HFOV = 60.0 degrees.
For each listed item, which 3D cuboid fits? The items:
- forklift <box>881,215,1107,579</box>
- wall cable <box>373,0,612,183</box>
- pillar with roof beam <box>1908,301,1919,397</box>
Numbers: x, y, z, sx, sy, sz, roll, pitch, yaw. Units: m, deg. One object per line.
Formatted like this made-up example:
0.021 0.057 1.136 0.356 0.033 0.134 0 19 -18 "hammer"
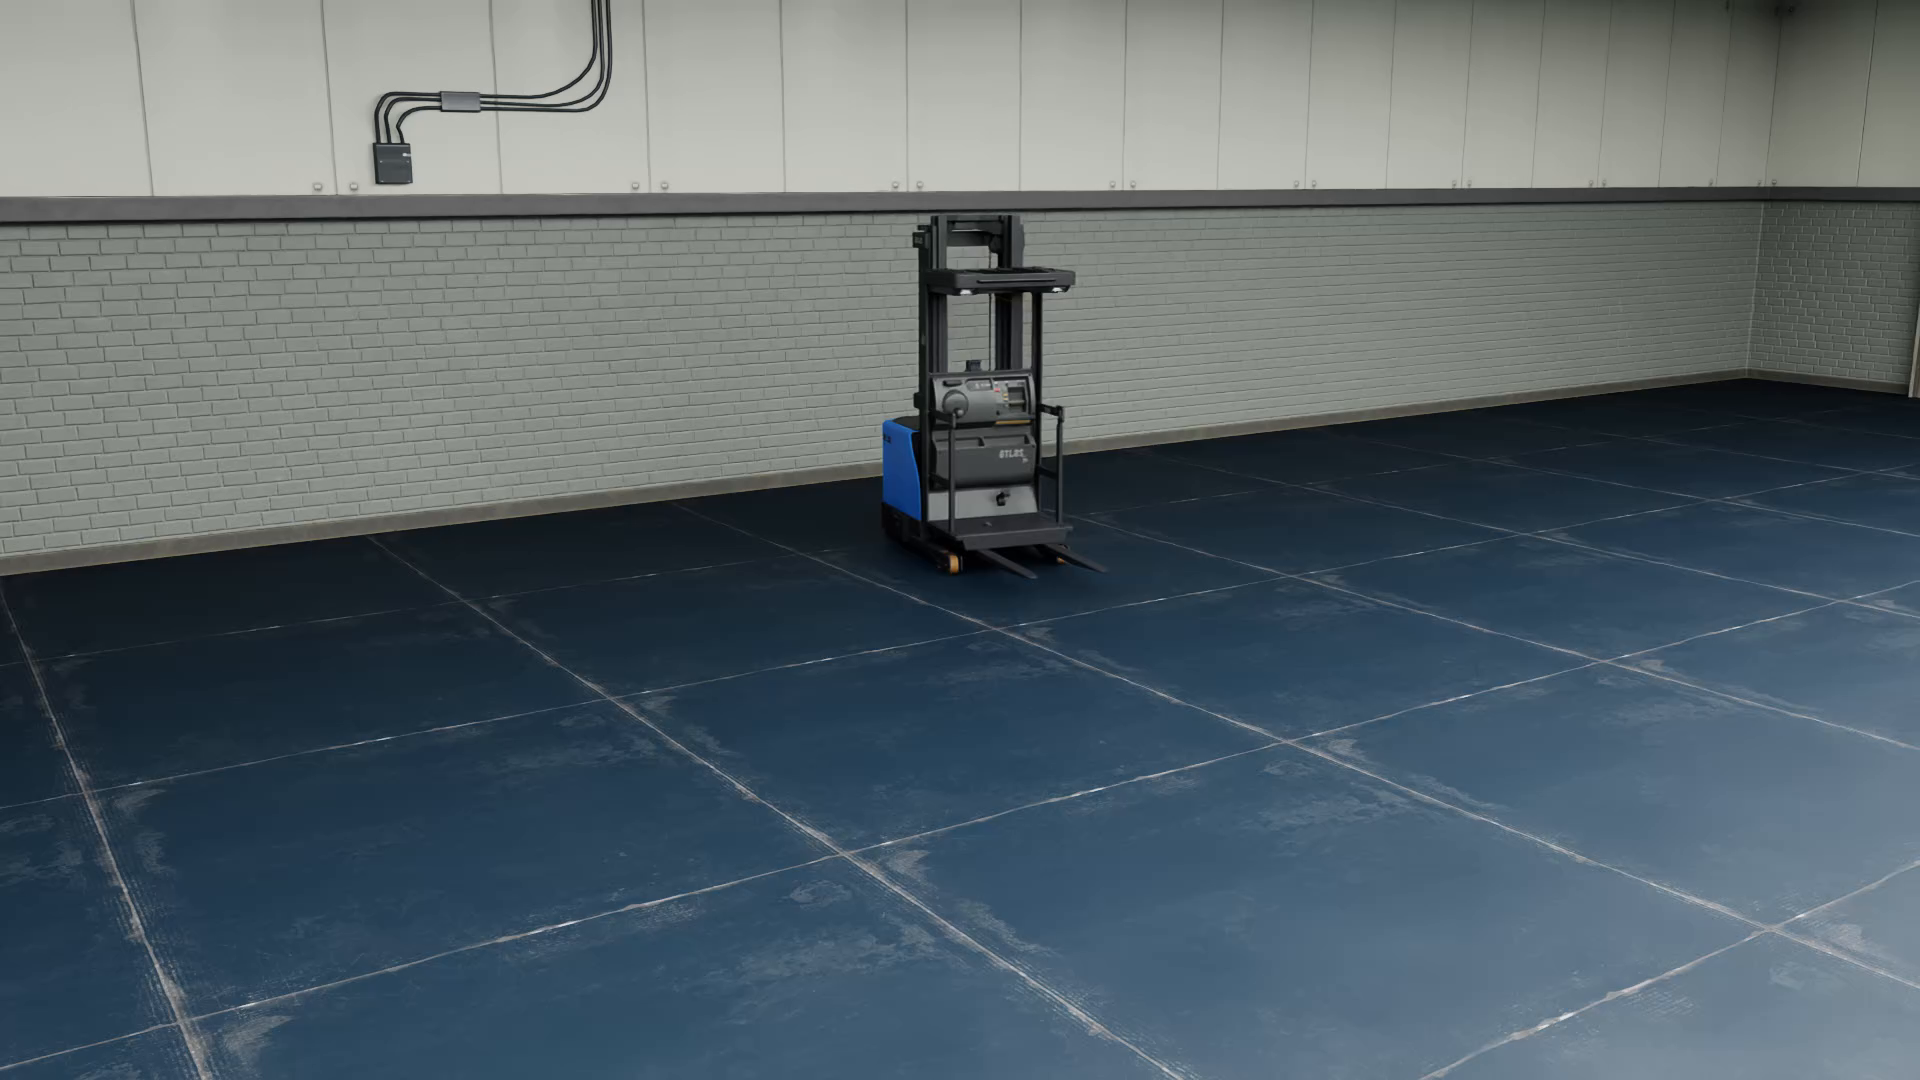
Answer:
0.289 -1.246 14.089 1.130 2.935 3.031 -5 13 -21 "forklift"
-4.275 -6.277 14.929 2.305 6.003 0.169 -8 15 -33 "wall cable"
10.984 -6.033 21.775 9.100 9.000 0.400 -8 15 -33 "pillar with roof beam"
